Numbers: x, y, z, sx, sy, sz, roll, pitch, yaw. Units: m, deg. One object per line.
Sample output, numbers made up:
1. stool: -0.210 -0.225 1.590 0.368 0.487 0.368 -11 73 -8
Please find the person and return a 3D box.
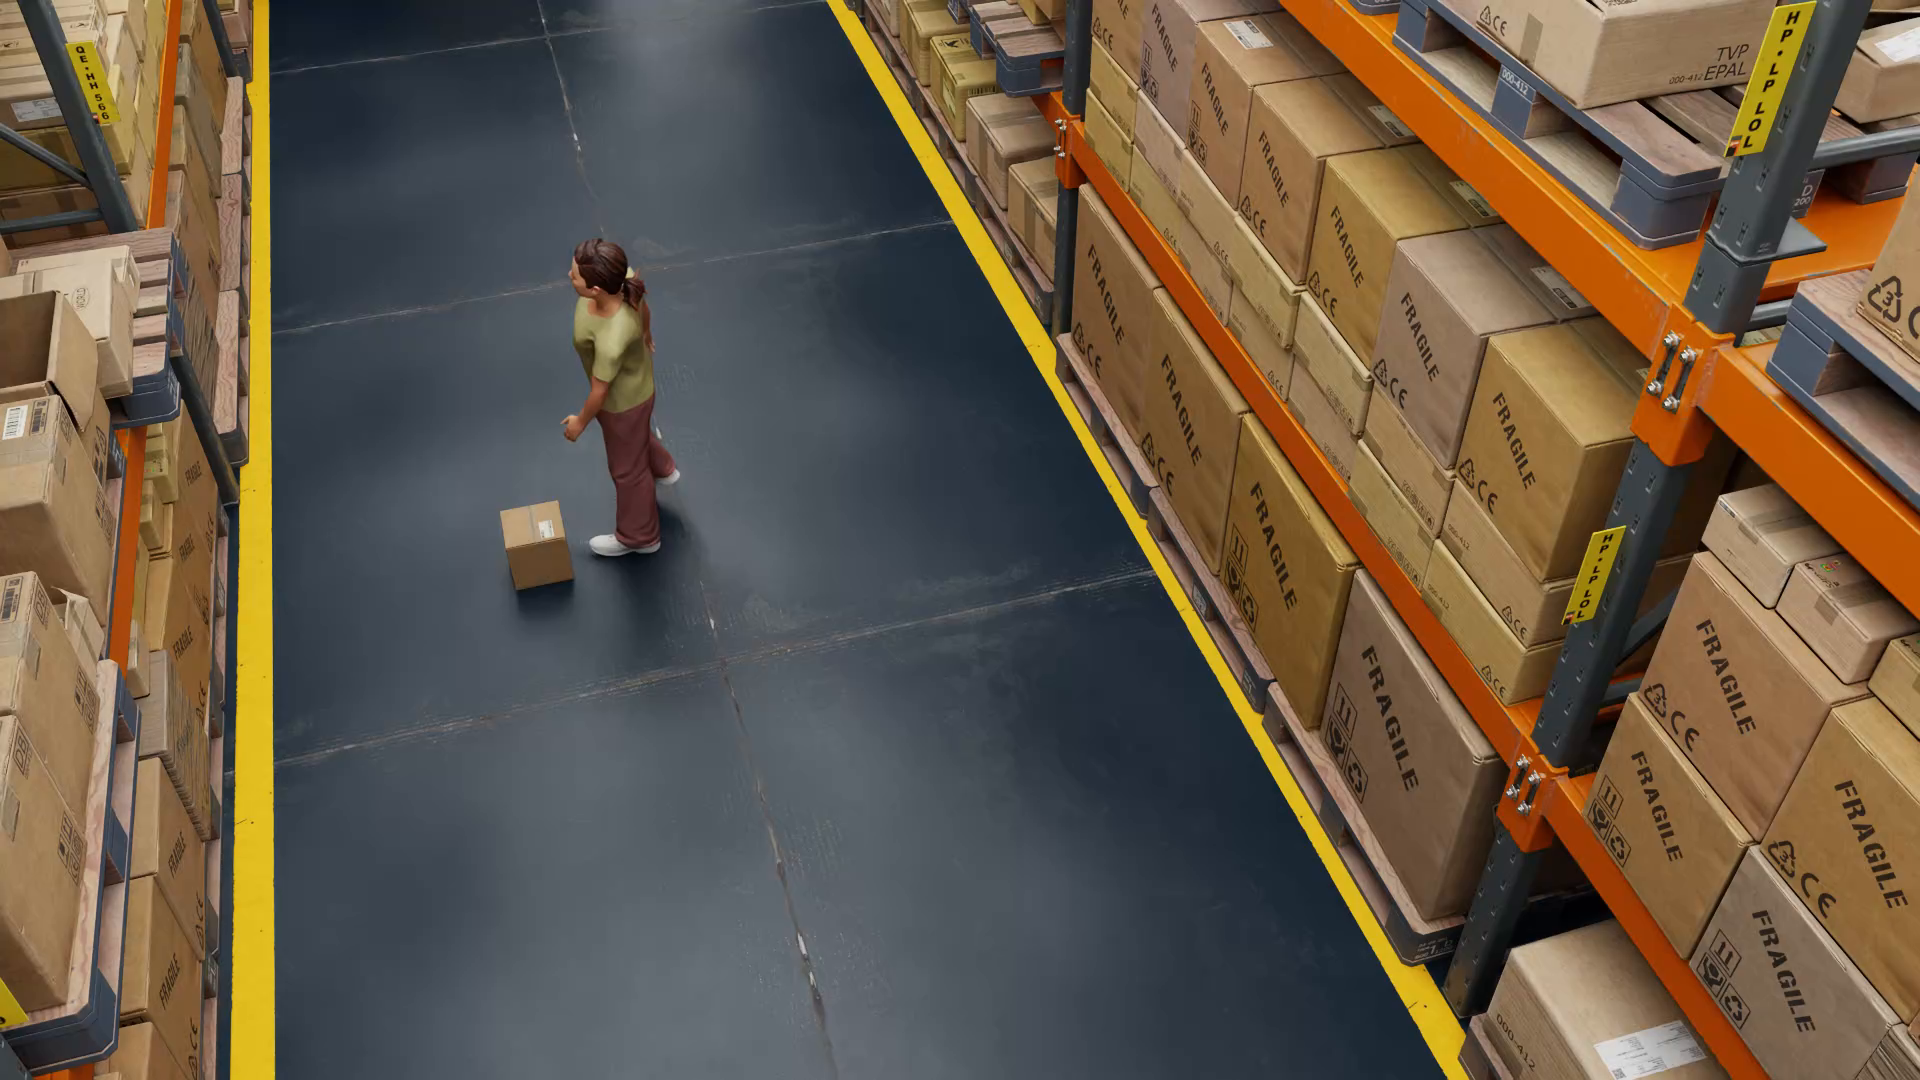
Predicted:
1. person: -1.431 -0.628 6.841 0.442 1.669 0.728 -9 43 -9
